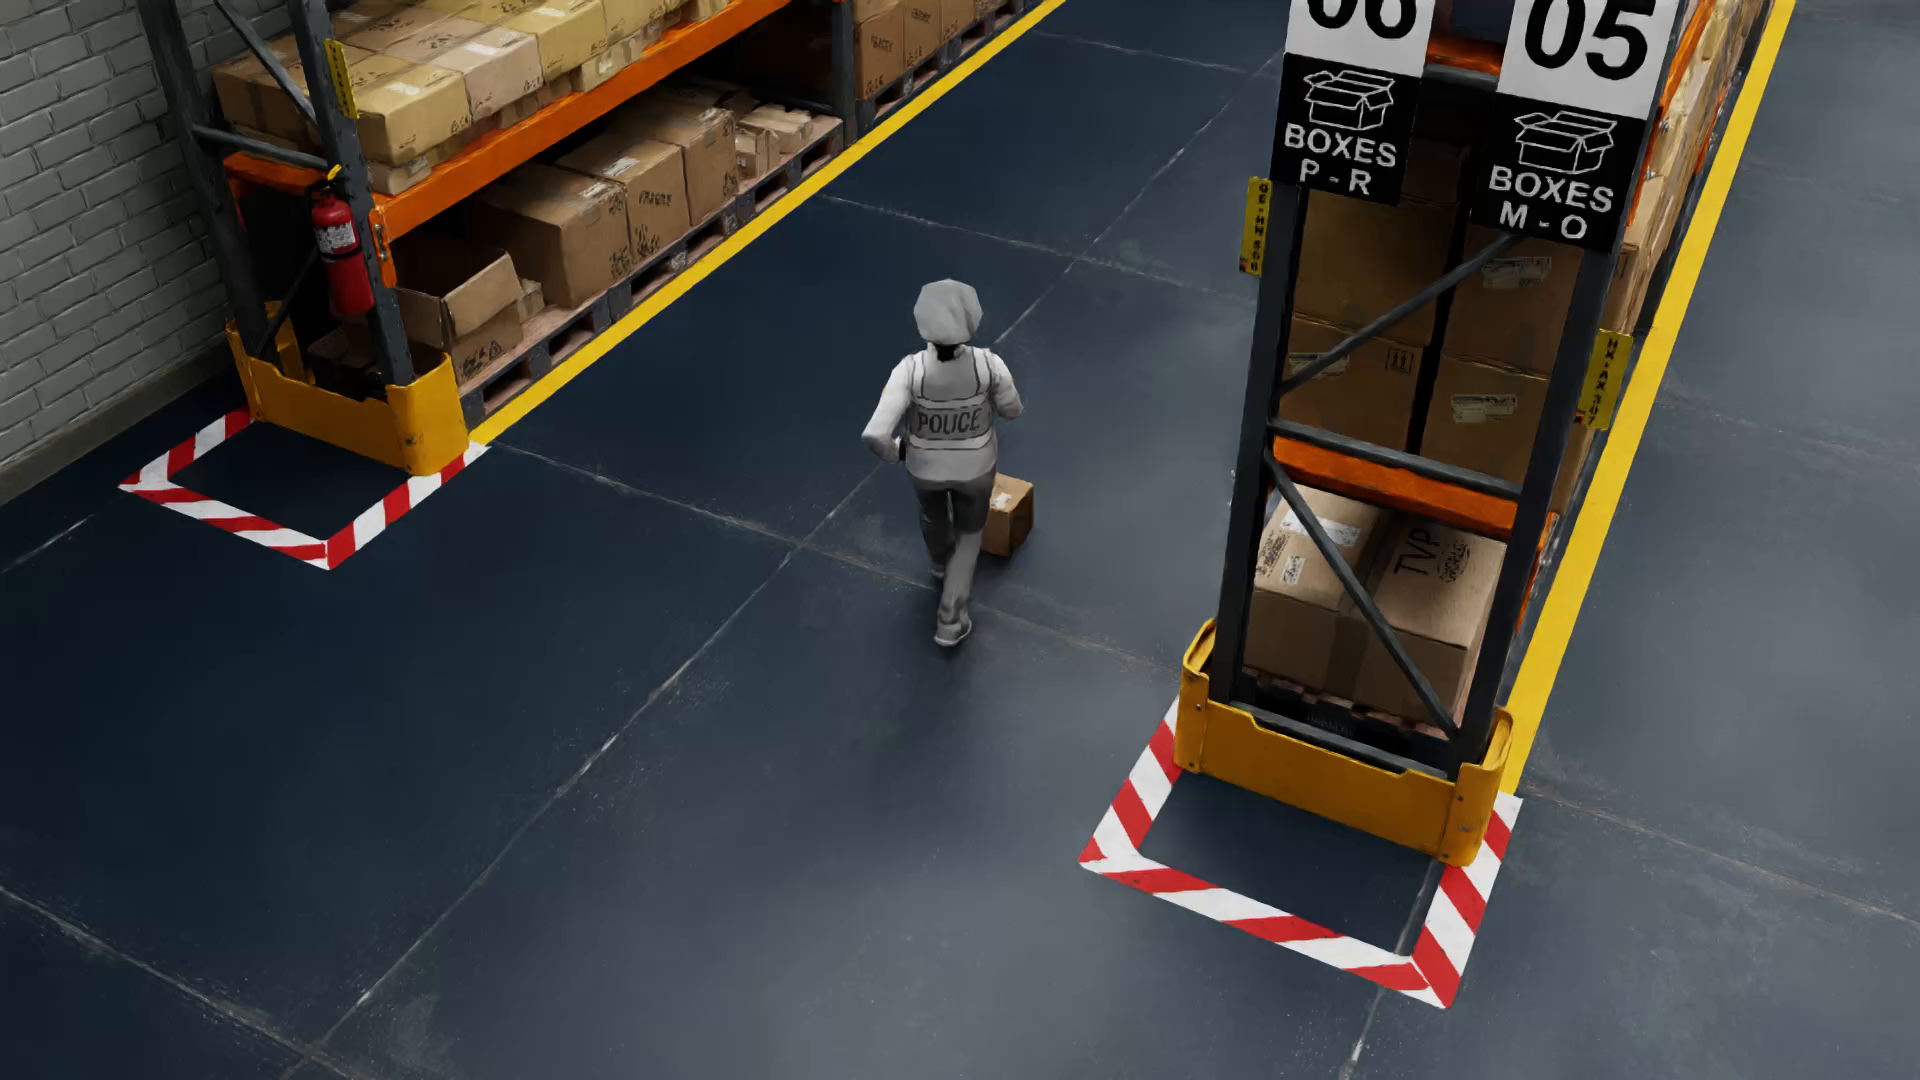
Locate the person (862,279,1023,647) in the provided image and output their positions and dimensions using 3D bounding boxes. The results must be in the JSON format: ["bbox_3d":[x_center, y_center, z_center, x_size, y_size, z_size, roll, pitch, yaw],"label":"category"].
[{"bbox_3d":[-0.038,-0.366,6.596,0.574,1.682,0.791,4,38,5],"label":"person"}]
